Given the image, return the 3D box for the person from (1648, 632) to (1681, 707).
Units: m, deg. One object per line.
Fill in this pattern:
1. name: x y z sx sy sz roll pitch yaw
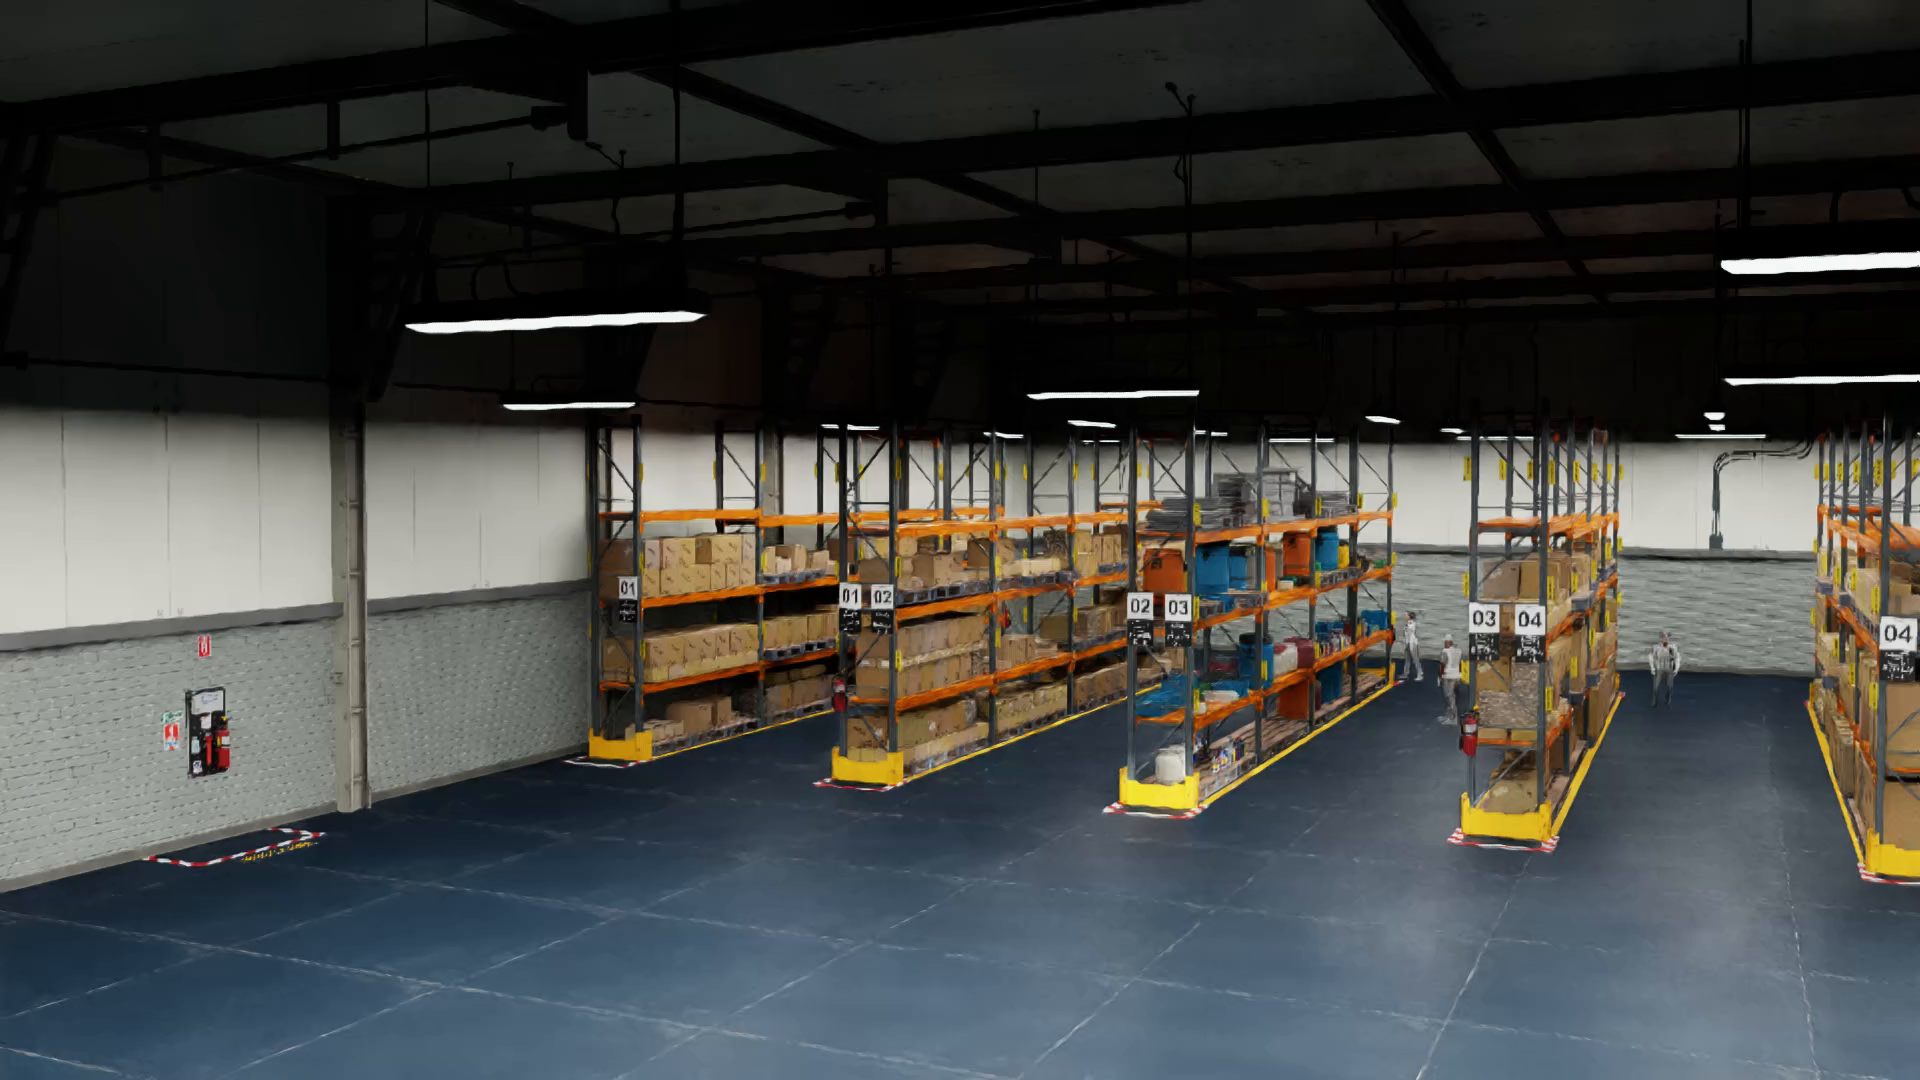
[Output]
1. person: 14.945 2.743 35.284 0.639 1.632 0.506 1 3 23

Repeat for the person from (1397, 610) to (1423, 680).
1. person: 10.839 2.514 39.999 0.583 1.664 0.591 0 2 9

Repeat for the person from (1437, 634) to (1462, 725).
1. person: 9.688 2.739 32.967 0.678 1.782 0.594 -2 3 -41
